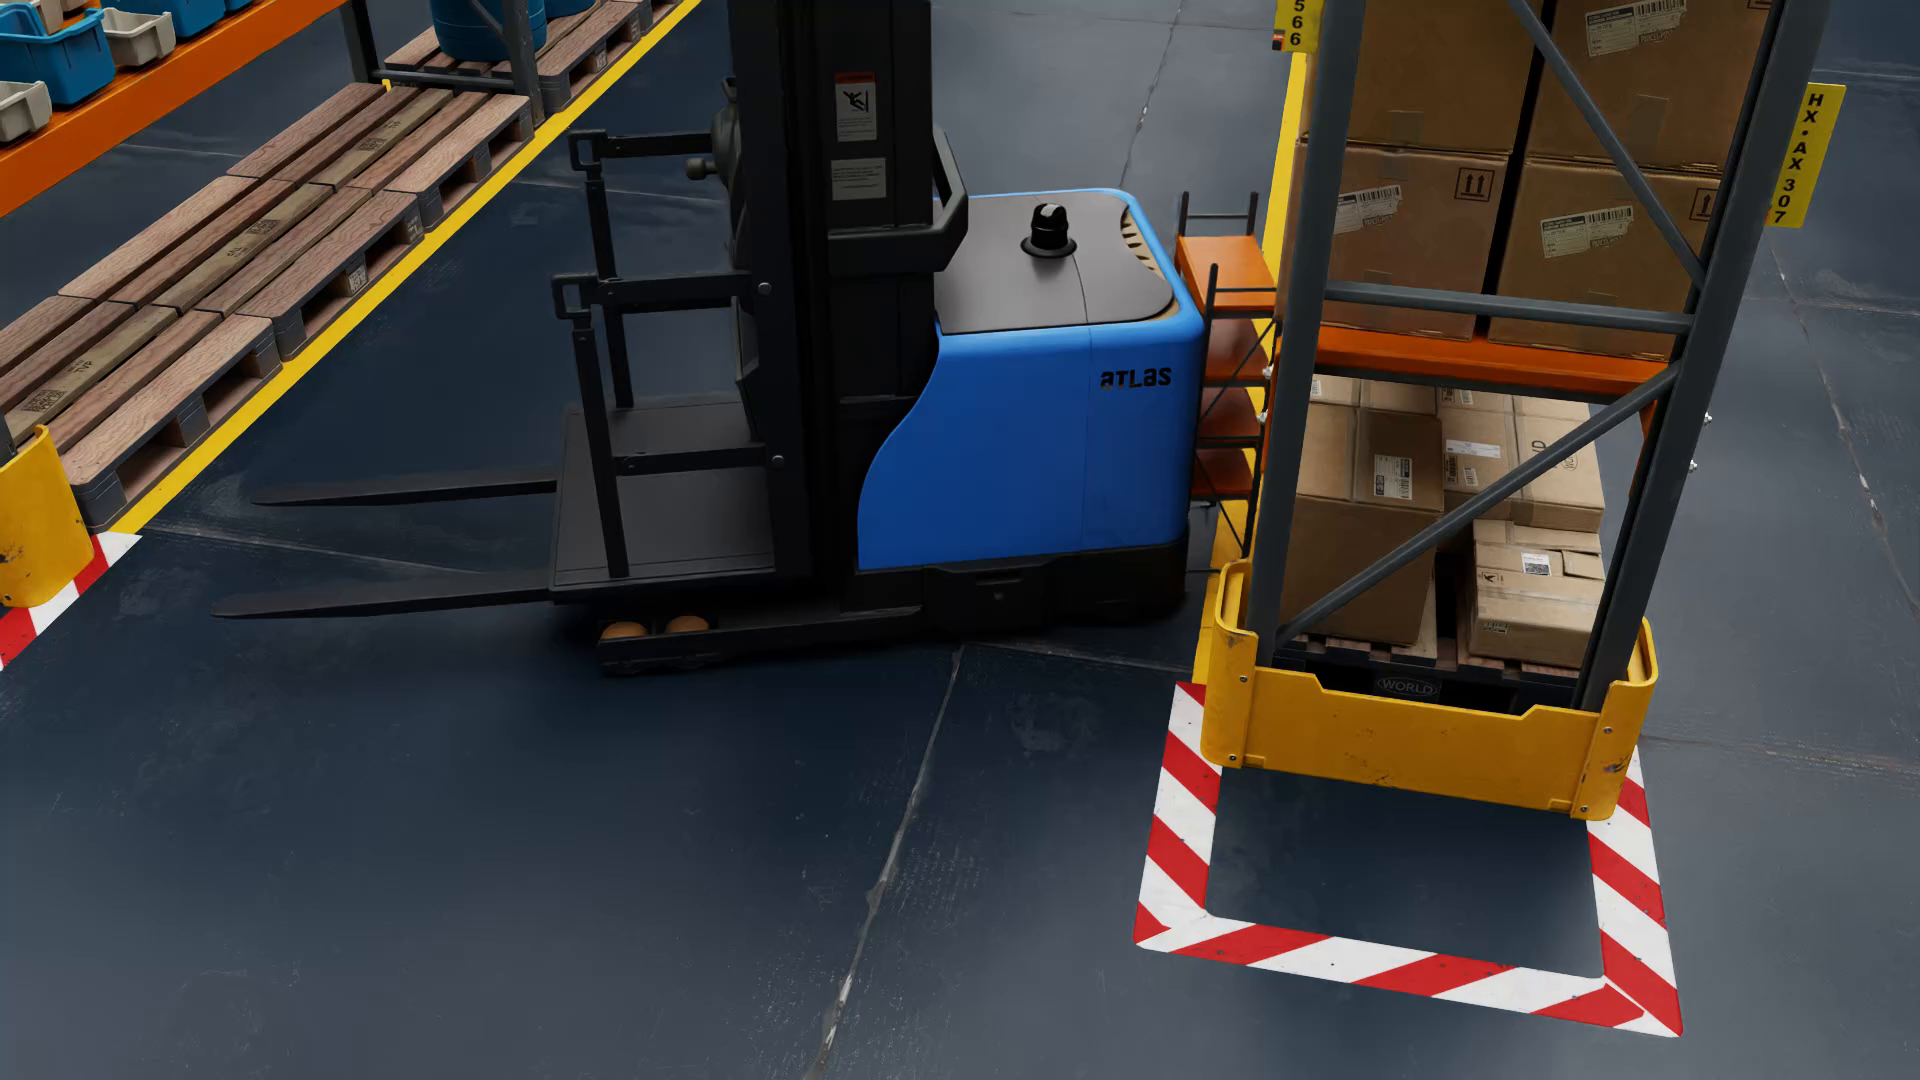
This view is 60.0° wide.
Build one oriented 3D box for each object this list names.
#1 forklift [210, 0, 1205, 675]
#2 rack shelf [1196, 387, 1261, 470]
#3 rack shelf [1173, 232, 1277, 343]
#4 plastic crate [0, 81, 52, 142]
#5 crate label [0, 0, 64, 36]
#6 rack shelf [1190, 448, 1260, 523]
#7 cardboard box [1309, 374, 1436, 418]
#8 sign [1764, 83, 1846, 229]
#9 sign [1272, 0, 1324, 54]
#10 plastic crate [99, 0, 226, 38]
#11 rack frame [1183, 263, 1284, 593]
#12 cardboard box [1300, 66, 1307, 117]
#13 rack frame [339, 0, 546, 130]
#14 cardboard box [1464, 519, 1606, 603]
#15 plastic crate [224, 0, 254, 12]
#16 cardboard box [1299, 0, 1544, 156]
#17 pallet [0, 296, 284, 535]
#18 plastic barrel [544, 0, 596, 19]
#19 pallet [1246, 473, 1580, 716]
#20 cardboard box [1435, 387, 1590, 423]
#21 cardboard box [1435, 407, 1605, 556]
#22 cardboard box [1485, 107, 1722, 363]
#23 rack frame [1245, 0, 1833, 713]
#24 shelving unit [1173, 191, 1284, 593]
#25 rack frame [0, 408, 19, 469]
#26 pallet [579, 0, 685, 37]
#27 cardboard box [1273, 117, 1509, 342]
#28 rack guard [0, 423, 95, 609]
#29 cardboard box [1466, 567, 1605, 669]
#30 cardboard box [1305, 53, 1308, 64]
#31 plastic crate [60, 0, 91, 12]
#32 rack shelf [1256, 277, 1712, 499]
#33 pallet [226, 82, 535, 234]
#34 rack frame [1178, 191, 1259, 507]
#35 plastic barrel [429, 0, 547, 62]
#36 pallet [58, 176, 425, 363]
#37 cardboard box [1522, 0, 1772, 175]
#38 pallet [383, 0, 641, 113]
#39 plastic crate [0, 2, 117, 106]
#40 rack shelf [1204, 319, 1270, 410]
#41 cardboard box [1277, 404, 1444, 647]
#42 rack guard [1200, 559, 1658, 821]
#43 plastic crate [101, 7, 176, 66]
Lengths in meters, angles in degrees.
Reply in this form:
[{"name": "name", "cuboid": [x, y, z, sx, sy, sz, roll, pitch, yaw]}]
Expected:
[{"name": "forklift", "cuboid": [-0.831, -1.101, 4.771, 3.031, 2.935, 1.130, -5, 36, -7]}, {"name": "rack shelf", "cuboid": [0.816, -0.405, 5.395, 0.258, 0.148, 0.480, -1, 36, -4]}, {"name": "rack shelf", "cuboid": [0.825, -0.775, 5.123, 0.258, 0.148, 0.480, -1, 36, -4]}, {"name": "plastic crate", "cuboid": [-3.028, -1.361, 5.246, 0.250, 0.136, 0.298, 7, 37, 10]}, {"name": "crate label", "cuboid": [-3.443, -1.905, 5.996, 0.396, 0.136, 0.243, 7, 37, 10]}, {"name": "rack shelf", "cuboid": [0.812, -0.245, 5.513, 0.258, 0.148, 0.480, -1, 36, -4]}, {"name": "cardboard box", "cuboid": [1.394, -0.495, 5.845, 0.500, 0.250, 0.500, 7, 37, 10]}, {"name": "sign", "cuboid": [1.816, -0.829, 3.601, 0.100, 0.325, 0.005, 7, 37, 10]}, {"name": "sign", "cuboid": [0.748, -1.225, 3.628, 0.100, 0.325, 0.005, 7, 37, 10]}, {"name": "plastic crate", "cuboid": [-2.896, -1.982, 6.020, 0.416, 0.233, 0.300, 7, 37, 10]}, {"name": "rack frame", "cuboid": [0.832, -0.314, 5.159, 0.240, 1.200, 0.015, -1, 36, -4]}, {"name": "cardboard box", "cuboid": [1.223, -1.176, 4.732, 0.500, 0.500, 0.500, 8, 37, 10]}, {"name": "rack frame", "cuboid": [-2.698, -3.463, 7.972, 1.000, 3.000, 0.127, 7, 37, 10]}, {"name": "cardboard box", "cuboid": [1.765, 0.082, 5.120, 0.380, 0.166, 0.250, 7, 37, 10]}, {"name": "plastic crate", "cuboid": [-2.832, -2.154, 6.257, 0.416, 0.233, 0.300, 7, 37, 10]}, {"name": "cardboard box", "cuboid": [1.113, -1.282, 4.025, 0.500, 0.500, 0.500, 7, 37, 10]}, {"name": "pallet", "cuboid": [-3.338, -0.509, 6.272, 1.003, 0.211, 1.213, 7, 37, 10]}, {"name": "plastic barrel", "cuboid": [-2.414, -3.499, 9.452, 0.600, 0.901, 0.708, 7, 37, 10]}, {"name": "pallet", "cuboid": [1.472, 0.082, 5.458, 1.003, 0.211, 1.213, 7, 37, 10]}, {"name": "cardboard box", "cuboid": [1.893, -0.461, 5.798, 0.500, 0.250, 0.500, 7, 37, 10]}, {"name": "cardboard box", "cuboid": [1.786, -0.175, 5.403, 0.500, 0.250, 0.500, 7, 37, 10]}, {"name": "cardboard box", "cuboid": [1.639, -0.809, 4.225, 0.500, 0.500, 0.500, 8, 37, 11]}, {"name": "rack frame", "cuboid": [1.286, -0.547, 3.949, 1.000, 3.000, 0.127, 7, 37, 10]}, {"name": "shelving unit", "cuboid": [0.817, -0.459, 5.355, 0.258, 1.200, 0.503, -1, 36, -4]}, {"name": "rack frame", "cuboid": [-3.552, -1.170, 4.808, 1.000, 3.000, 0.127, 7, 37, 10]}, {"name": "pallet", "cuboid": [-2.234, -3.473, 10.362, 1.003, 0.211, 1.213, 7, 37, 10]}, {"name": "cardboard box", "cuboid": [1.116, -0.878, 4.321, 0.500, 0.500, 0.500, 8, 37, 11]}, {"name": "rack guard", "cuboid": [-3.545, -0.142, 5.520, 1.175, 0.500, 0.348, 7, 37, 10]}, {"name": "cardboard box", "cuboid": [1.711, 0.232, 4.928, 0.380, 0.149, 0.250, 7, 37, 10]}, {"name": "cardboard box", "cuboid": [1.220, -1.572, 4.425, 0.500, 0.500, 0.500, 8, 37, 11]}, {"name": "plastic crate", "cuboid": [-3.398, -2.077, 6.233, 0.298, 0.136, 0.250, 7, 37, 10]}, {"name": "rack shelf", "cuboid": [1.713, -1.402, 5.742, 1.077, 0.370, 4.000, 7, 37, 10]}, {"name": "pallet", "cuboid": [-2.817, -1.908, 8.202, 1.003, 0.211, 1.213, 7, 37, 10]}, {"name": "rack frame", "cuboid": [0.802, -0.603, 5.551, 0.240, 1.200, 0.015, -1, 36, -4]}, {"name": "plastic barrel", "cuboid": [-2.565, -3.093, 8.892, 0.600, 0.901, 0.708, 7, 37, 10]}, {"name": "pallet", "cuboid": [-3.075, -1.206, 7.234, 1.003, 0.211, 1.213, 7, 37, 10]}, {"name": "cardboard box", "cuboid": [1.639, -1.214, 3.931, 0.500, 0.500, 0.500, 8, 37, 11]}, {"name": "pallet", "cuboid": [-2.492, -2.771, 9.394, 1.003, 0.211, 1.213, 7, 37, 10]}, {"name": "plastic crate", "cuboid": [-3.037, -1.604, 5.499, 0.416, 0.233, 0.300, 7, 37, 10]}, {"name": "rack shelf", "cuboid": [0.820, -0.585, 5.263, 0.258, 0.148, 0.480, -1, 36, -4]}, {"name": "cardboard box", "cuboid": [1.162, -0.056, 5.026, 0.500, 0.500, 0.500, 7, 37, 10]}, {"name": "rack guard", "cuboid": [1.302, 0.422, 4.742, 1.175, 0.500, 0.348, 7, 37, 10]}, {"name": "plastic crate", "cuboid": [-2.883, -1.750, 5.782, 0.250, 0.136, 0.298, 7, 37, 10]}]
